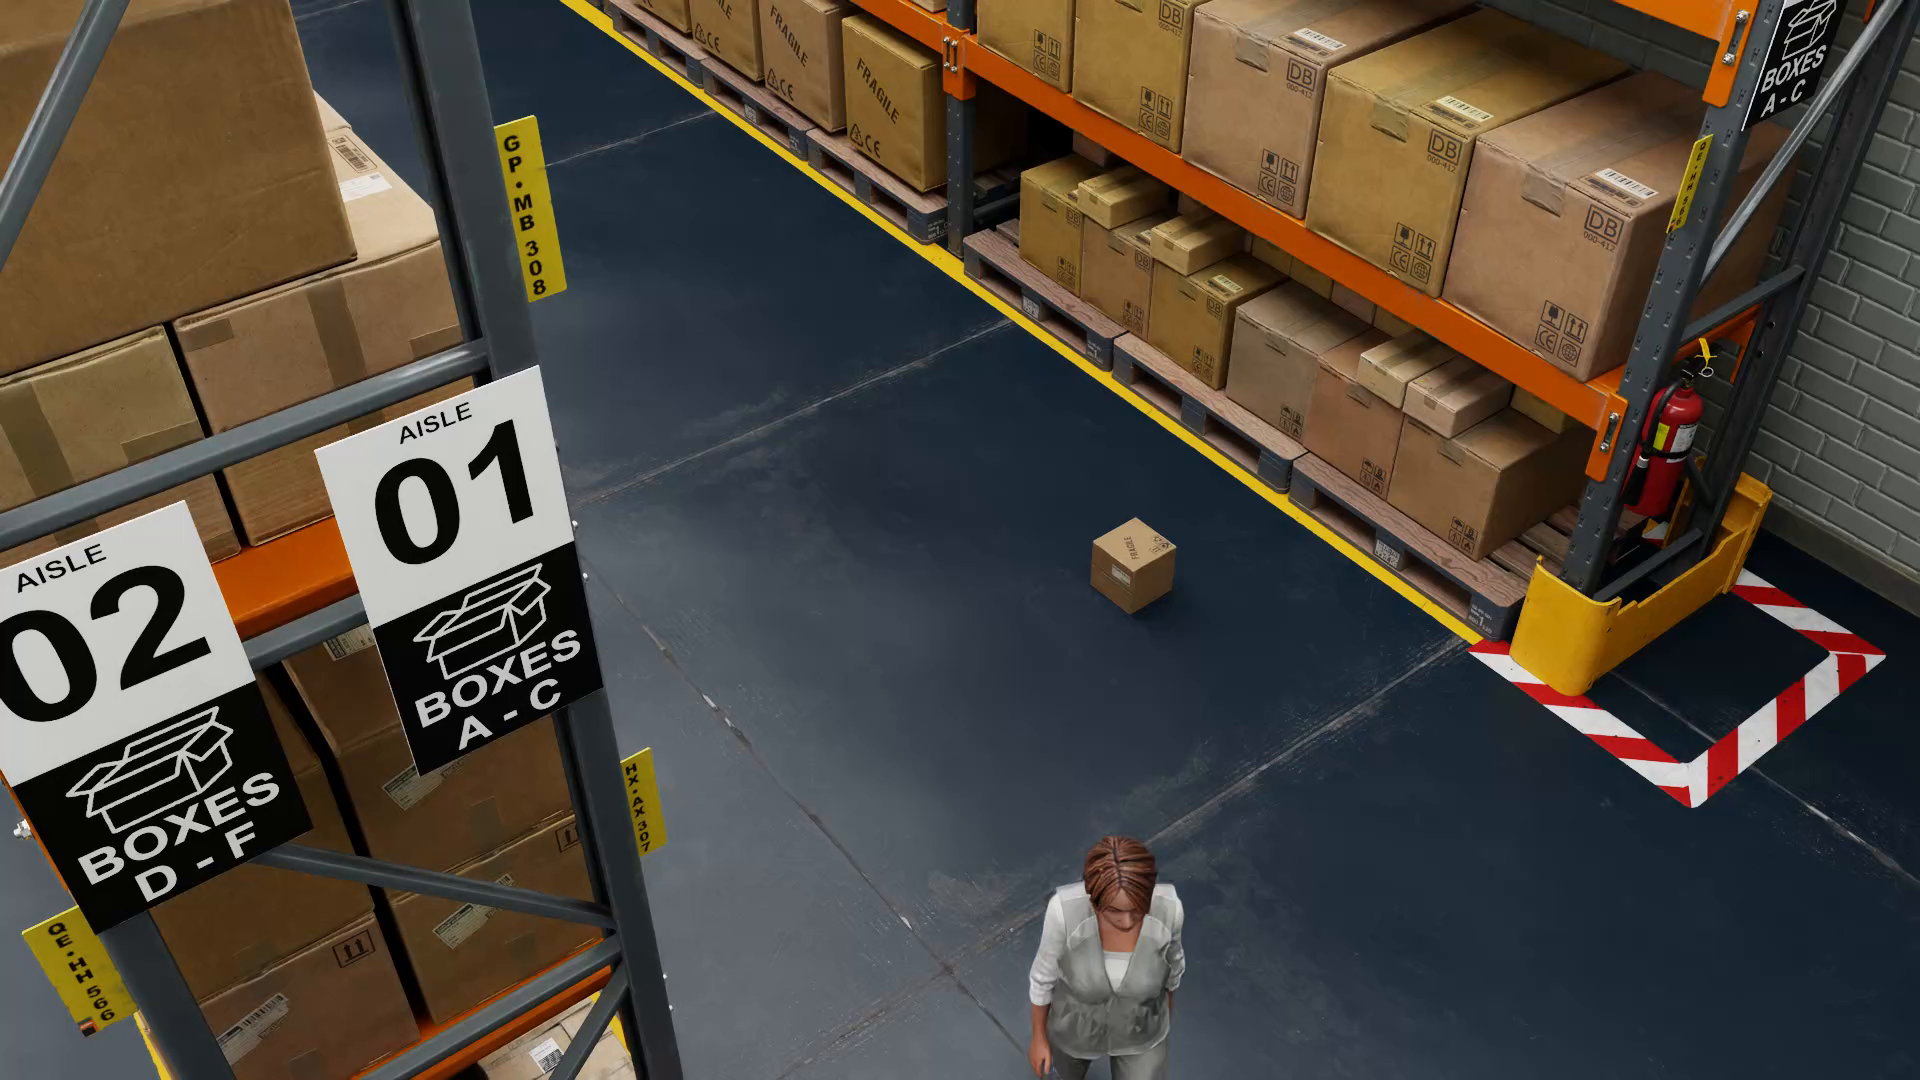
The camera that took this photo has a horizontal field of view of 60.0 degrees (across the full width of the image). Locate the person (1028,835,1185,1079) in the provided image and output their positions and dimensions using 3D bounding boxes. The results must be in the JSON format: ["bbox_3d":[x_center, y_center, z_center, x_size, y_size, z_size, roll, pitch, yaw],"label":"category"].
[{"bbox_3d":[0.402,1.305,4.645,0.422,1.552,0.899,3,41,3],"label":"person"}]
